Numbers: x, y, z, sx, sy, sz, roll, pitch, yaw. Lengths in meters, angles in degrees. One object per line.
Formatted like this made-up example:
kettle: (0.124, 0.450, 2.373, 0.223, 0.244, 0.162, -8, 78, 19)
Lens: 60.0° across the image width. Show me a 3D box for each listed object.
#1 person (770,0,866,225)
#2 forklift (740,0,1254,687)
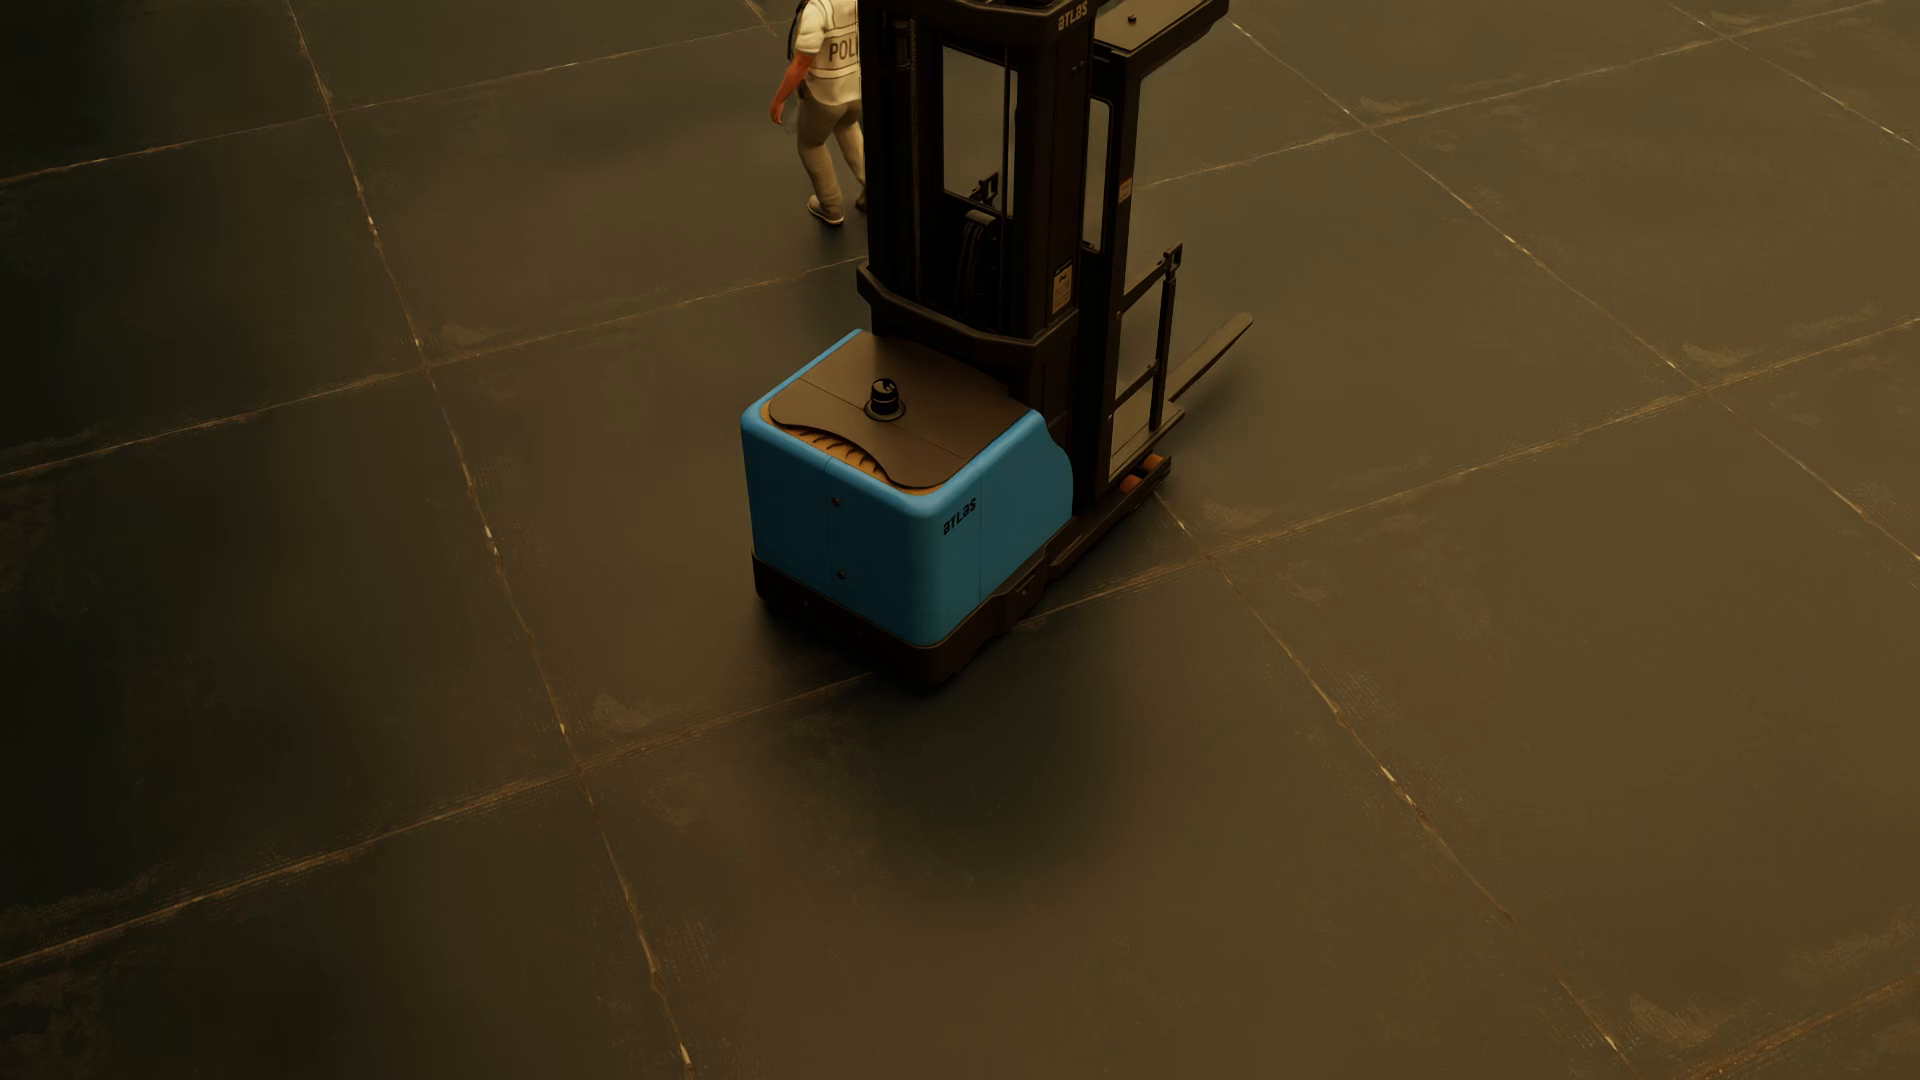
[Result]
person: (-0.757, -2.530, 9.299, 0.779, 1.727, 0.492, -28, 50, -27)
forklift: (0.369, -1.403, 7.184, 1.130, 2.935, 3.031, 27, 50, 26)
